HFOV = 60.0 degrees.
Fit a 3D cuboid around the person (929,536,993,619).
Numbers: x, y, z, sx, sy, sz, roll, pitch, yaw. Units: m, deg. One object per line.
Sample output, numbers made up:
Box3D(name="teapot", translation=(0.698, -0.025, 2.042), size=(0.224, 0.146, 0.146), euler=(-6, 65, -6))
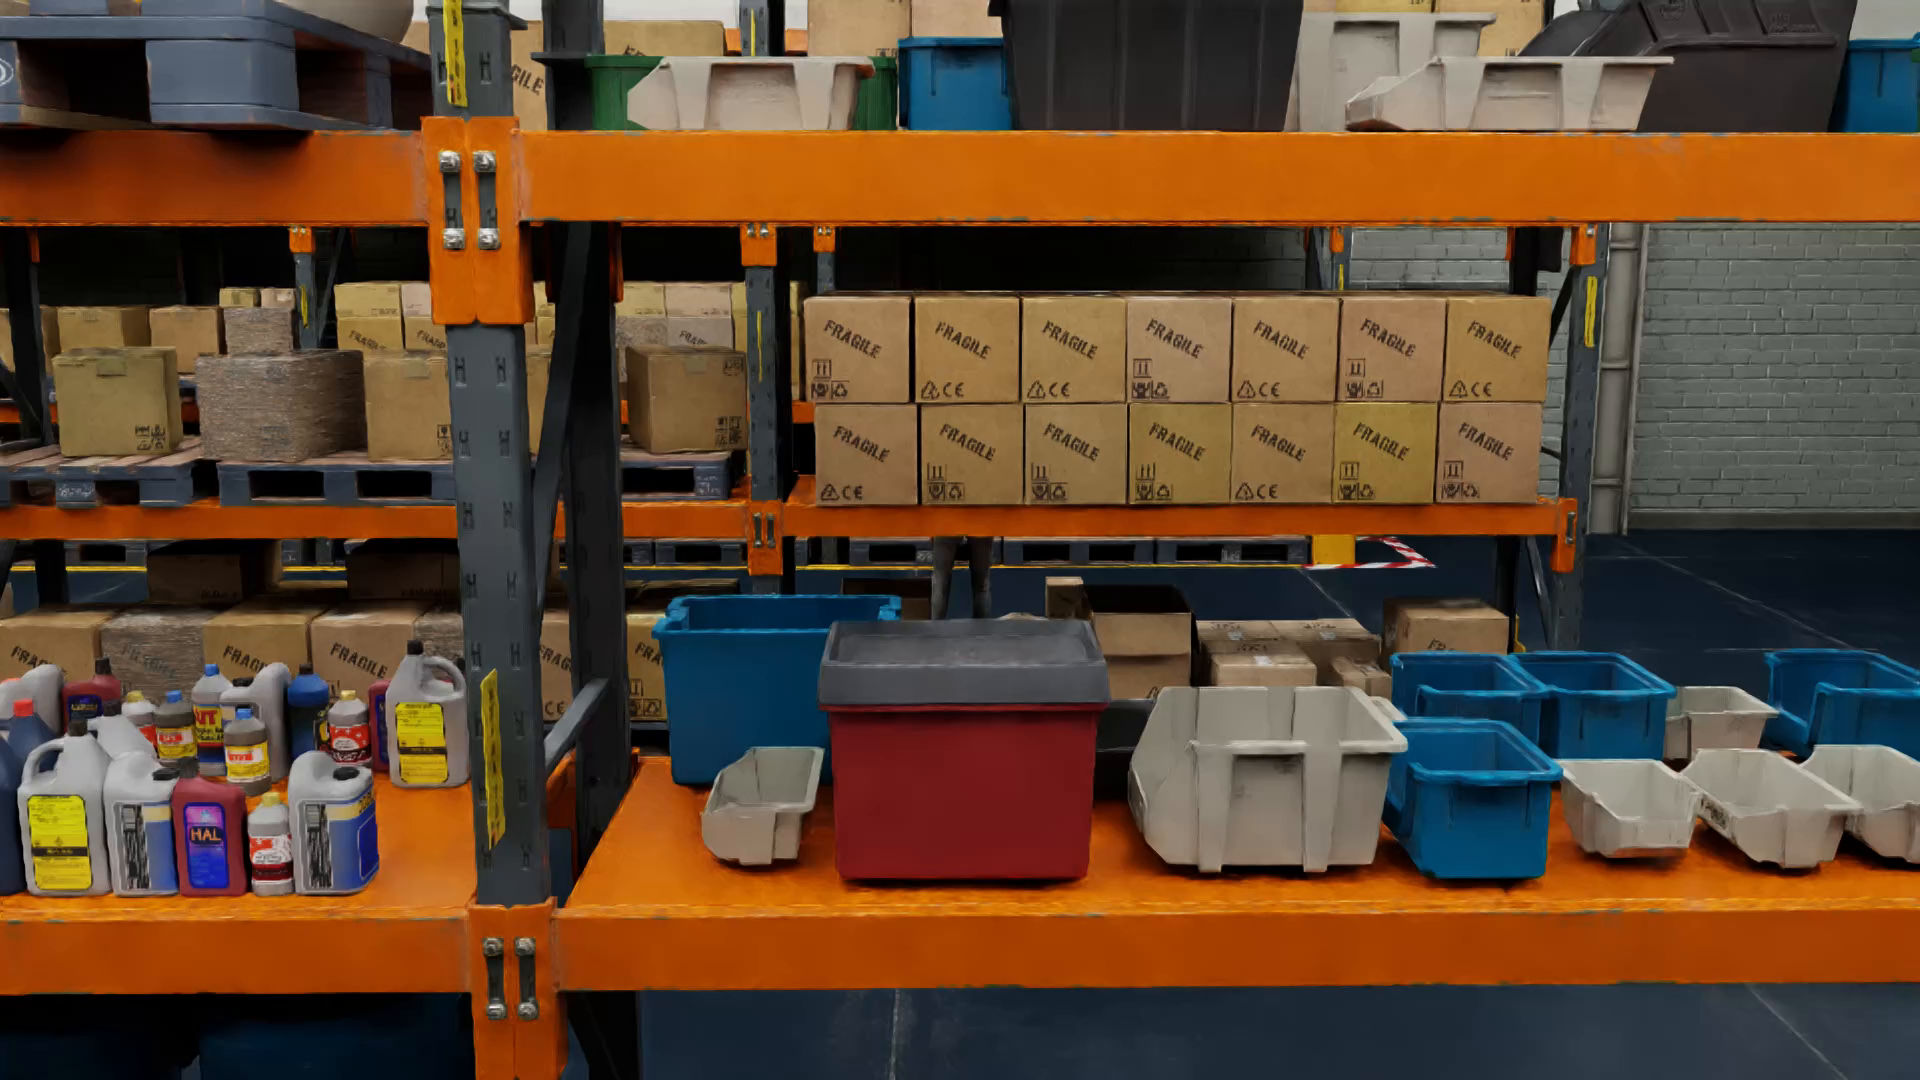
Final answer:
Box3D(name="person", translation=(-0.007, -0.074, 10.269), size=(0.447, 1.600, 0.341), euler=(0, 11, -3))
